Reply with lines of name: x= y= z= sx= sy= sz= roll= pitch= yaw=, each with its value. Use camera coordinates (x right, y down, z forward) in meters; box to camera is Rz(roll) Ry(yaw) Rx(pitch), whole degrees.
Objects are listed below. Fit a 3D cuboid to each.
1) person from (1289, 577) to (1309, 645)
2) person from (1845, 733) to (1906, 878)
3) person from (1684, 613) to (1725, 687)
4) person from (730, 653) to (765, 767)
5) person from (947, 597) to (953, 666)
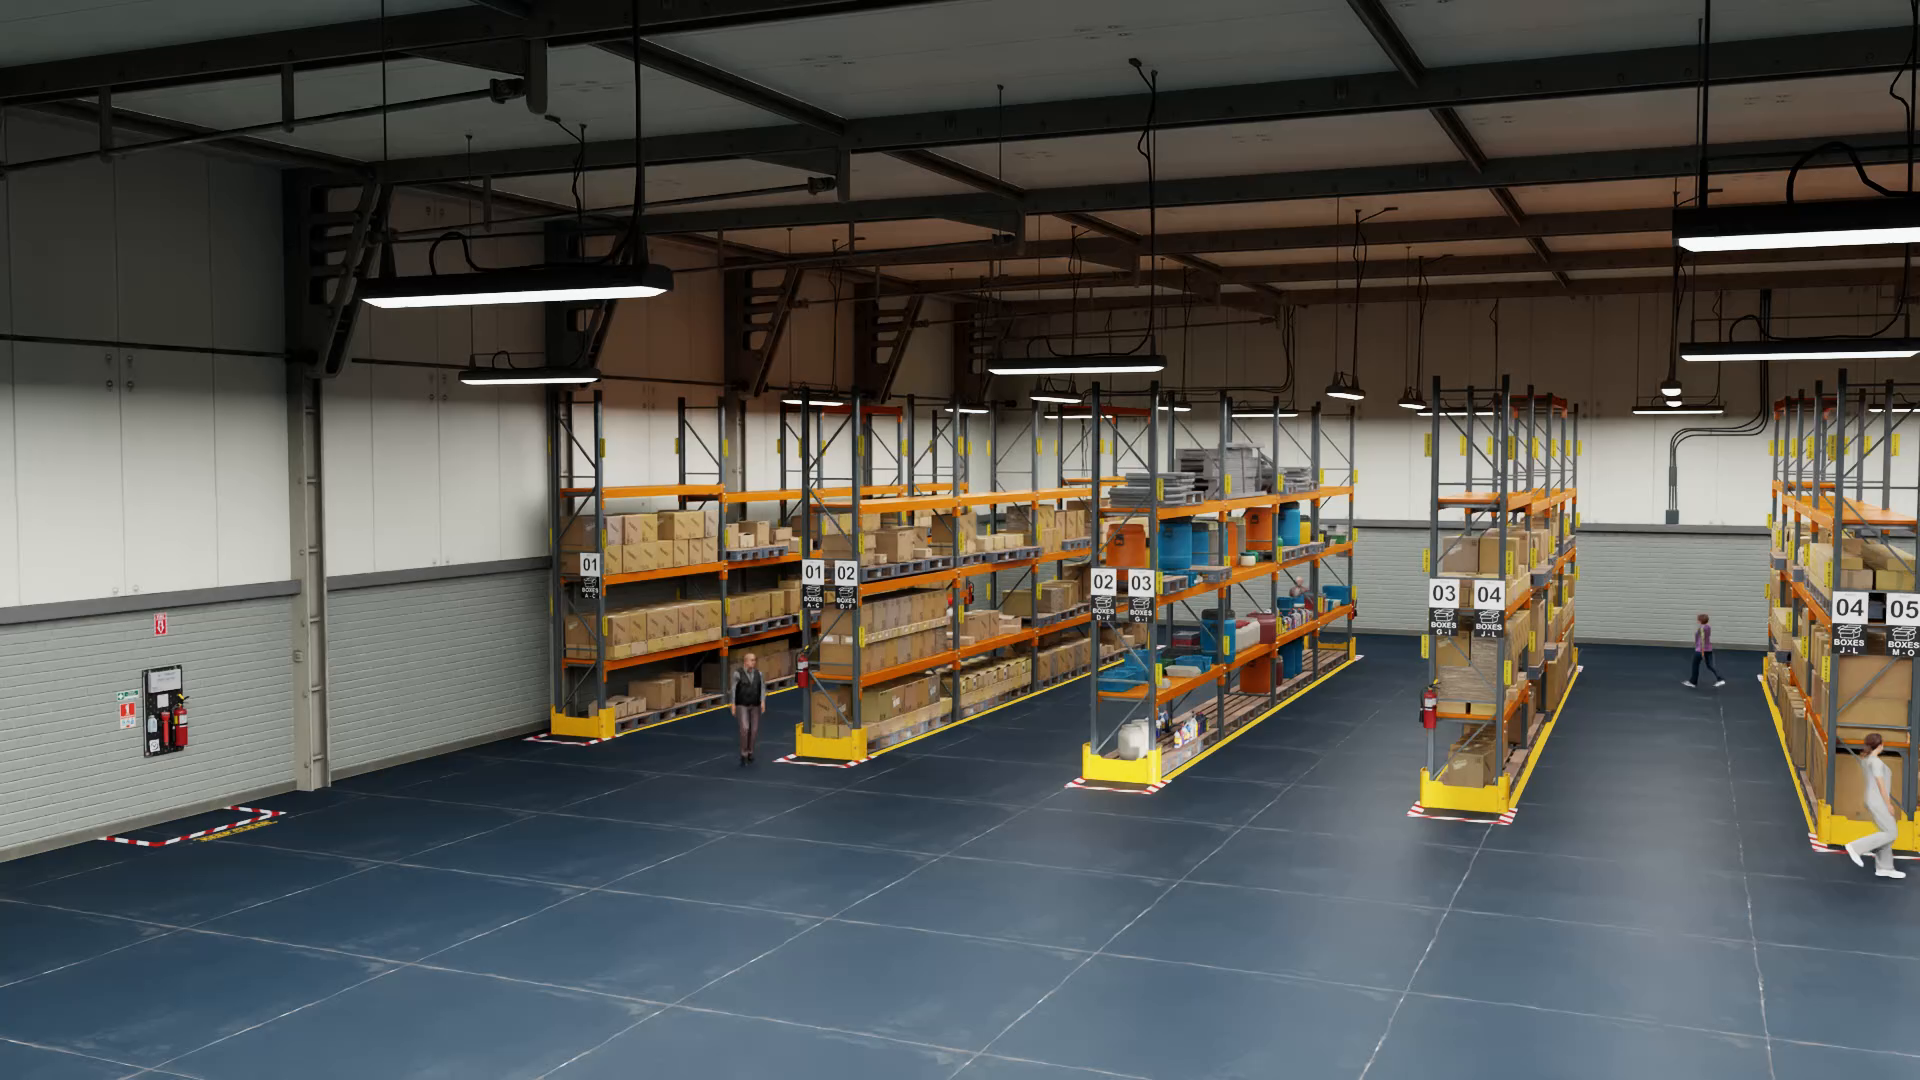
person: x=8.485 y=1.813 z=41.731 sx=0.630 sy=1.760 sz=1.038 roll=2 pitch=4 yaw=33
person: x=10.683 y=3.062 z=19.387 sx=0.640 sy=1.601 sz=0.508 roll=1 pitch=3 yaw=17
person: x=15.497 y=2.310 z=34.600 sx=0.407 sy=1.564 sz=0.927 roll=-2 pitch=4 yaw=-30
person: x=-3.330 y=2.683 z=26.484 sx=0.550 sy=1.737 sz=0.606 roll=-2 pitch=4 yaw=-29
person: x=-0.178 y=2.123 z=36.044 sx=0.520 sy=1.787 sz=0.592 roll=-3 pitch=4 yaw=-42
